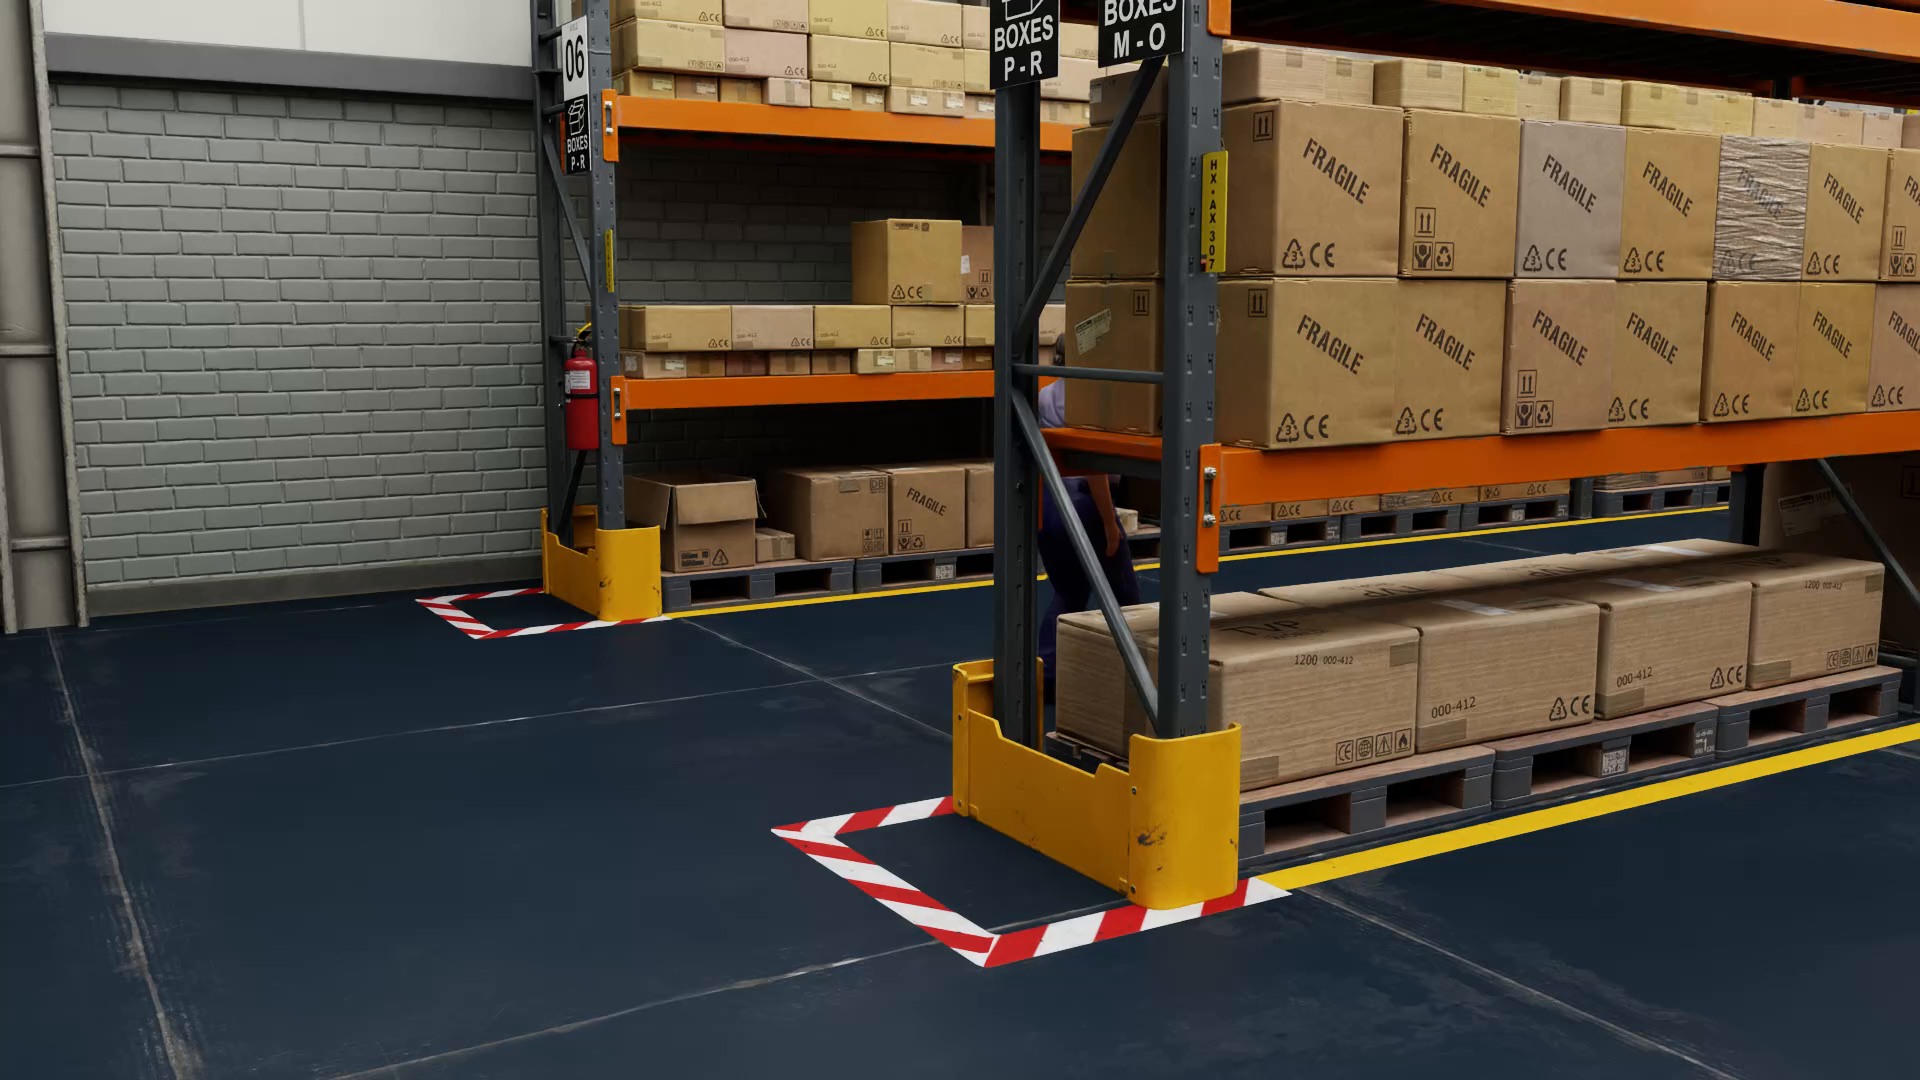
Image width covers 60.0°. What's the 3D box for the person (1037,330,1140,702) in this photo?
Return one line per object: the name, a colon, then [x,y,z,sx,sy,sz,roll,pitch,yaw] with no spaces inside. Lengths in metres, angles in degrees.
person: [0.526,-0.083,7.095,0.437,1.622,0.538,-5,10,-30]
